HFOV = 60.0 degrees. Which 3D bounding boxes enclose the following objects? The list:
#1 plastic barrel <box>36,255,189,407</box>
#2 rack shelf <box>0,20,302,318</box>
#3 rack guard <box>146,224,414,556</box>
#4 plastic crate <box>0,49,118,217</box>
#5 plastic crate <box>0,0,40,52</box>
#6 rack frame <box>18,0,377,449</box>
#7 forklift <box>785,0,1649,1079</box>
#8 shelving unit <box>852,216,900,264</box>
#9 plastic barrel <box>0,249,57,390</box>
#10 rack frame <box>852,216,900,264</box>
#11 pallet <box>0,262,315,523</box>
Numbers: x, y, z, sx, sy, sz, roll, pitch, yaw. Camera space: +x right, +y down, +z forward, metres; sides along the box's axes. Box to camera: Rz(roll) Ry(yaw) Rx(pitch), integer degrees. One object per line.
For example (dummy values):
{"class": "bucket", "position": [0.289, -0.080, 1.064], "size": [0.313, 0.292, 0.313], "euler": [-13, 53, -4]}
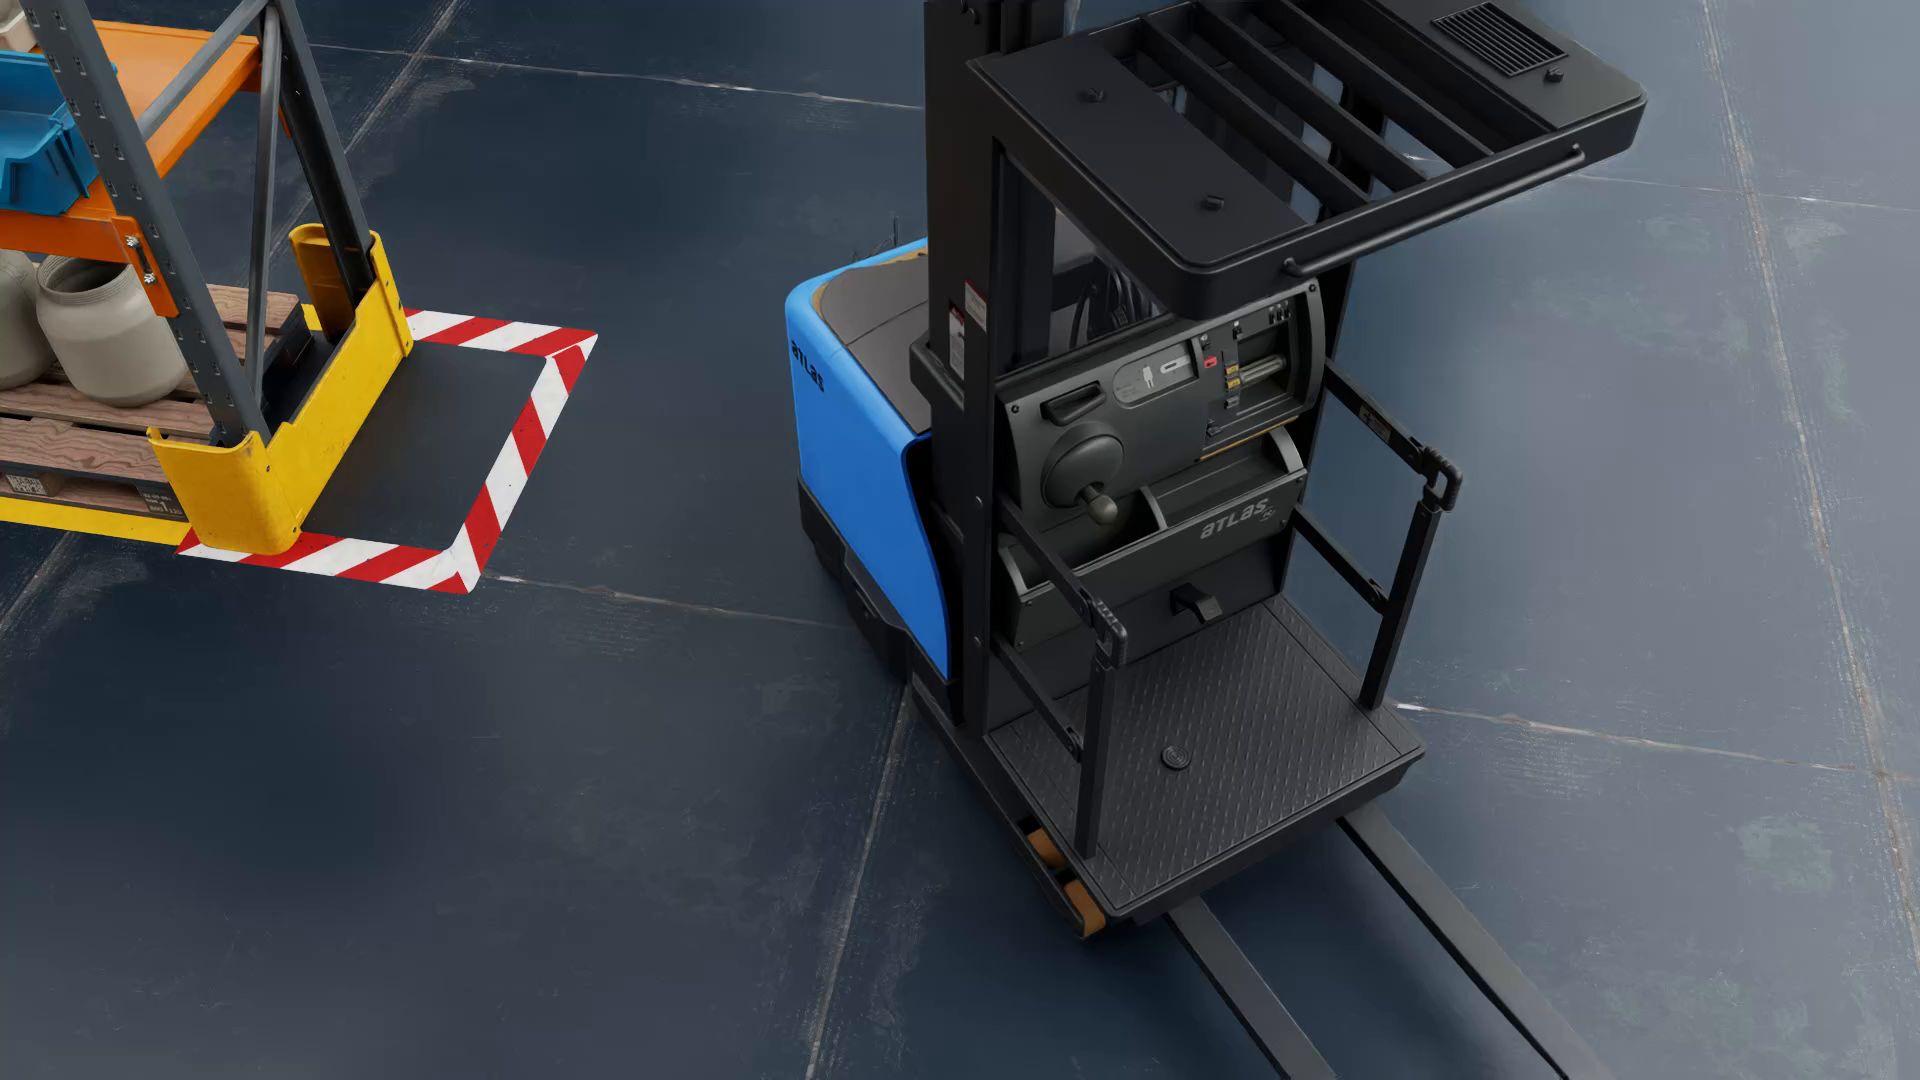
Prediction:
{"class": "plastic barrel", "position": [-2.954, -0.755, 5.802], "size": [0.421, 0.512, 0.421], "euler": [0, 48, 0]}
{"class": "rack shelf", "position": [-4.261, -1.440, 5.511], "size": [4.000, 0.370, 1.077], "euler": [8, 49, 7]}
{"class": "rack guard", "position": [-2.376, -0.556, 5.913], "size": [0.348, 0.500, 1.175], "euler": [8, 49, 7]}
{"class": "plastic crate", "position": [-2.839, -1.213, 4.923], "size": [0.616, 0.251, 0.499], "euler": [8, 49, 7]}
{"class": "plastic crate", "position": [-3.116, -1.681, 5.421], "size": [0.250, 0.136, 0.298], "euler": [8, 49, 7]}
{"class": "rack frame", "position": [-2.293, -1.415, 5.005], "size": [0.127, 3.000, 1.000], "euler": [8, 49, 7]}
{"class": "forklift", "position": [0.632, -0.252, 4.006], "size": [1.130, 2.935, 3.031], "euler": [-23, 52, -20]}
{"class": "shelving unit", "position": [-0.194, -0.652, 5.731], "size": [0.210, 0.900, 0.258], "euler": [29, 54, 23]}
{"class": "plastic barrel", "position": [-3.447, -0.822, 5.862], "size": [0.421, 0.512, 0.421], "euler": [0, 48, 0]}
{"class": "rack frame", "position": [-0.276, -0.697, 5.771], "size": [0.006, 0.900, 0.240], "euler": [29, 54, 23]}
{"class": "pallet", "position": [-3.175, -0.570, 6.121], "size": [1.213, 0.211, 1.003], "euler": [8, 49, 7]}
